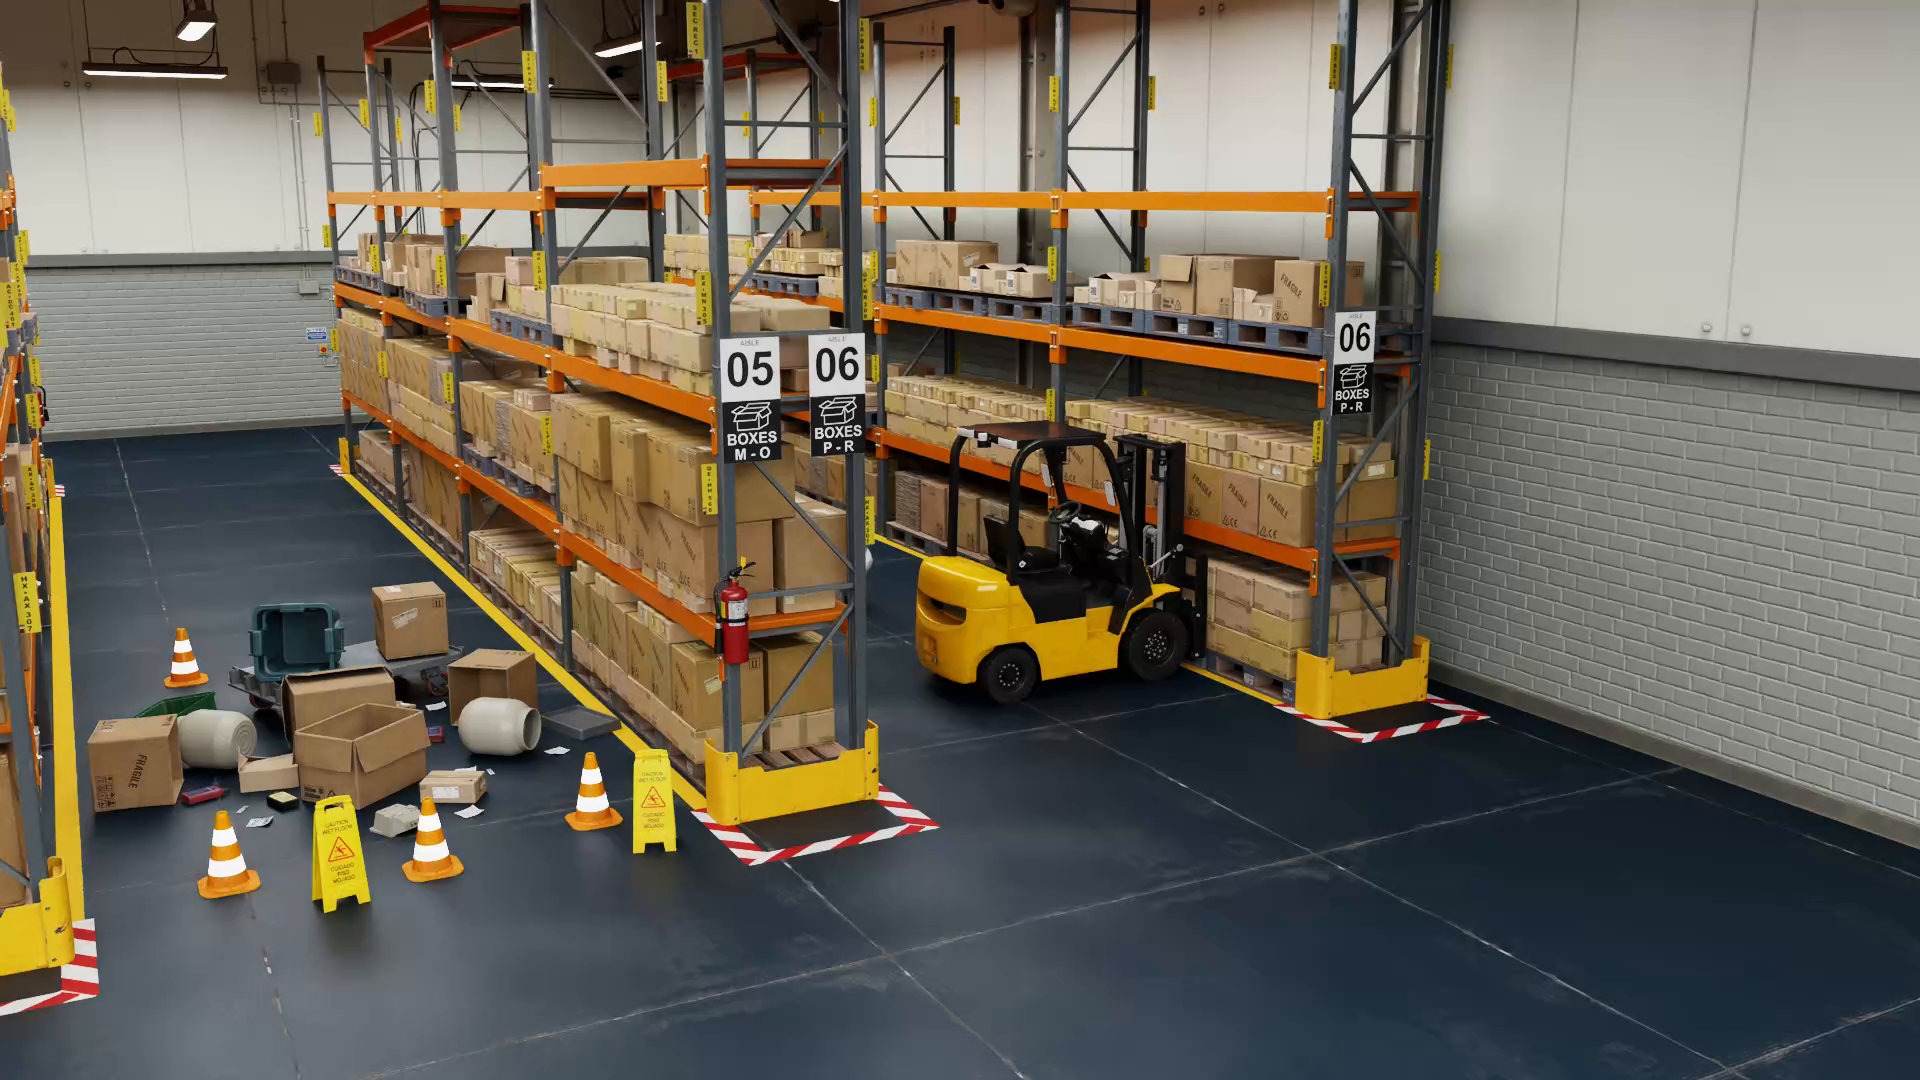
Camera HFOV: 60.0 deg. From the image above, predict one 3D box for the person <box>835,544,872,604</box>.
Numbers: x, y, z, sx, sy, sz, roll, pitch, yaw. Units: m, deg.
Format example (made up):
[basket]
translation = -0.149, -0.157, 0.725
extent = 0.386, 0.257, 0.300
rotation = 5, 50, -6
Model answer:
[person]
translation = -1.224, 0.208, 16.909
extent = 0.449, 0.869, 0.907
rotation = -7, 14, -31
